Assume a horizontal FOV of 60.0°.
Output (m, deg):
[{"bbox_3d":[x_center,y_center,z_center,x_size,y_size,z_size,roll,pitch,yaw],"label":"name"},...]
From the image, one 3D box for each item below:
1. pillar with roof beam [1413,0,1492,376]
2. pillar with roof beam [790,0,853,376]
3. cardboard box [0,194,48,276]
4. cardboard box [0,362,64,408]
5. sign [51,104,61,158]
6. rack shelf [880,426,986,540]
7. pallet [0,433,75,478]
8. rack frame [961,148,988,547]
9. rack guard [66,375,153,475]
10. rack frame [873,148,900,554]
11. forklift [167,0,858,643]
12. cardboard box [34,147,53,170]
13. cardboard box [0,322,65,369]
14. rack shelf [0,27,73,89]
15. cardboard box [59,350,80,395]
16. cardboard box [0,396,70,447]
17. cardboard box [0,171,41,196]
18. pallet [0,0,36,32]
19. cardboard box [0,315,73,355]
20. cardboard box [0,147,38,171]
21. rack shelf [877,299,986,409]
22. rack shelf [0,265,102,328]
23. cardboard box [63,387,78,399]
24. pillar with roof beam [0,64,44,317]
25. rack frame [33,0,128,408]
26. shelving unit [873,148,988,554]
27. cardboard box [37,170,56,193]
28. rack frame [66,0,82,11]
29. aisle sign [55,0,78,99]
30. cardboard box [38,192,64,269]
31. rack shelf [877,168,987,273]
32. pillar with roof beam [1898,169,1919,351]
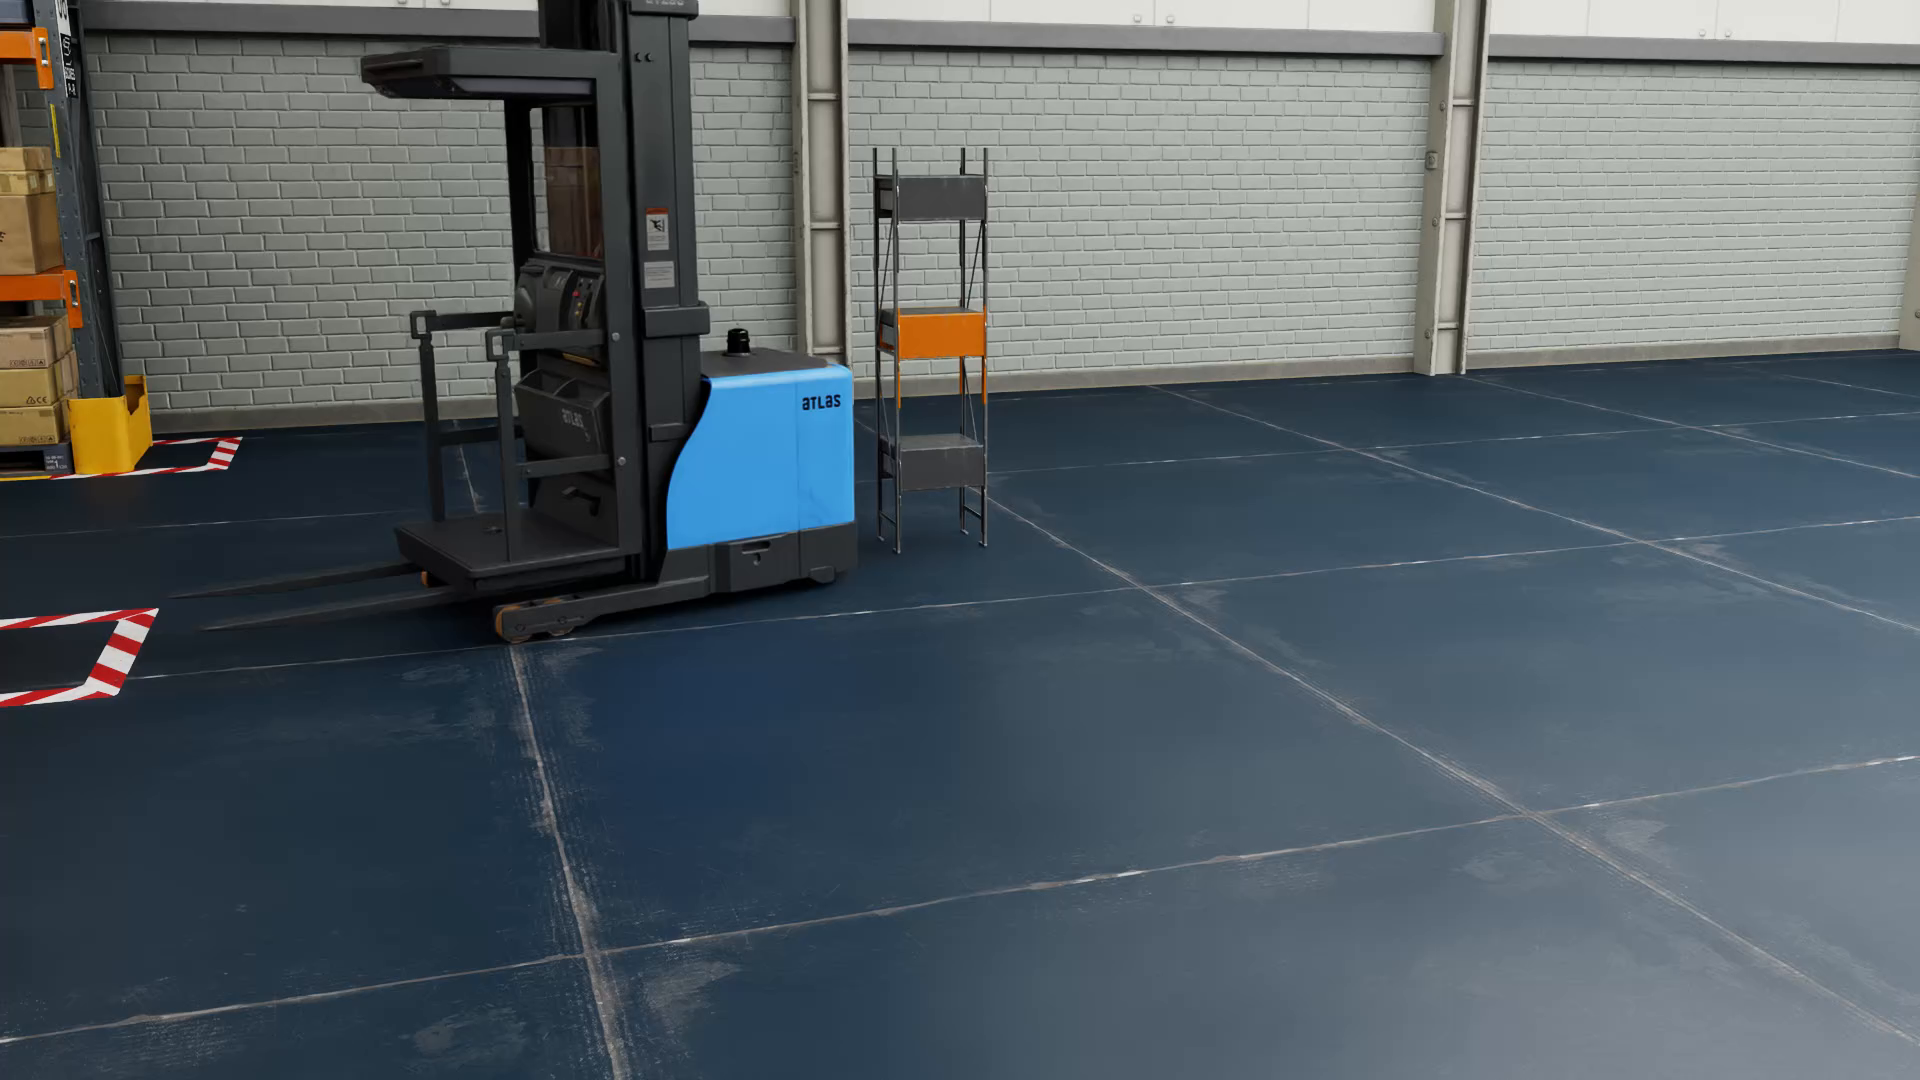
[{"bbox_3d":[5.933,-5.028,10.835,0.400,9.000,9.100,-4,14,-18],"label":"pillar with roof beam"},{"bbox_3d":[0.246,-4.585,8.973,0.400,9.000,9.100,-4,14,-18],"label":"pillar with roof beam"},{"bbox_3d":[-6.249,-1.976,10.754,0.500,0.500,0.500,-5,14,-19],"label":"cardboard box"},{"bbox_3d":[-6.228,-1.027,10.933,0.500,0.250,0.500,-5,14,-19],"label":"cardboard box"},{"bbox_3d":[-5.707,-2.580,10.494,0.005,0.325,0.100,-4,14,-18],"label":"sign"},{"bbox_3d":[-0.157,-0.315,9.014,0.480,0.518,0.431,-4,14,-18],"label":"rack shelf"},{"bbox_3d":[-6.578,-0.600,11.207,1.213,0.211,1.003,-4,14,-18],"label":"pallet"},{"bbox_3d":[0.074,-1.027,8.924,0.015,2.100,0.400,-4,14,-18],"label":"rack frame"},{"bbox_3d":[-5.844,-0.807,11.457,0.348,0.500,1.175,-4,14,-18],"label":"rack guard"},{"bbox_3d":[-0.388,-0.991,8.773,0.015,2.100,0.400,-4,14,-18],"label":"rack frame"},{"bbox_3d":[-2.002,-1.114,7.492,3.031,2.935,1.130,-9,16,-34],"label":"forklift"},{"bbox_3d":[-6.253,-2.553,11.132,0.250,0.149,0.380,-5,14,-19],"label":"cardboard box"},{"bbox_3d":[-6.203,-1.272,10.883,0.500,0.250,0.500,-4,14,-16],"label":"cardboard box"},{"bbox_3d":[-7.762,-2.983,10.276,4.000,0.370,1.077,-4,14,-18],"label":"rack shelf"},{"bbox_3d":[-6.378,-1.142,11.417,0.500,0.250,0.500,-4,14,-17],"label":"cardboard box"},{"bbox_3d":[-6.211,-0.784,10.993,0.500,0.250,0.500,-4,14,-18],"label":"cardboard box"},{"bbox_3d":[-6.106,-2.299,10.707,0.250,0.149,0.380,-4,14,-17],"label":"cardboard box"},{"bbox_3d":[-6.545,-3.391,10.628,1.213,0.211,1.003,-4,14,-18],"label":"pallet"},{"bbox_3d":[-6.382,-1.381,11.339,0.500,0.250,0.500,-5,14,-19],"label":"cardboard box"},{"bbox_3d":[-6.139,-2.458,10.734,0.250,0.149,0.380,-4,14,-18],"label":"cardboard box"},{"bbox_3d":[-0.157,-0.996,8.852,0.480,0.518,0.431,-4,14,-18],"label":"rack shelf"},{"bbox_3d":[-7.762,-1.524,10.623,4.000,0.370,1.077,-4,14,-18],"label":"rack shelf"},{"bbox_3d":[-6.394,-0.895,11.458,0.500,0.250,0.500,-4,14,-18],"label":"cardboard box"},{"bbox_3d":[-5.441,-4.142,7.111,0.400,9.000,9.100,-4,14,-18],"label":"pillar with roof beam"},{"bbox_3d":[-5.866,-2.022,11.160,0.127,3.000,1.000,-4,14,-18],"label":"rack frame"},{"bbox_3d":[-0.157,-1.009,8.848,0.503,2.100,0.431,-4,14,-18],"label":"shelving unit"},{"bbox_3d":[-6.271,-2.418,11.207,0.250,0.149,0.380,-5,14,-20],"label":"cardboard box"},{"bbox_3d":[-5.866,-4.940,10.466,0.127,3.000,1.000,-4,14,-18],"label":"rack frame"},{"bbox_3d":[-5.710,-3.227,10.609,0.004,0.787,0.394,-4,14,-18],"label":"aisle sign"},{"bbox_3d":[-6.425,-2.095,11.251,0.500,0.500,0.500,-4,14,-16],"label":"cardboard box"},{"bbox_3d":[-0.157,-1.677,8.690,0.480,0.518,0.431,-4,14,-18],"label":"rack shelf"},{"bbox_3d":[11.619,-5.471,12.696,0.400,9.000,9.100,-4,14,-18],"label":"pillar with roof beam"}]
